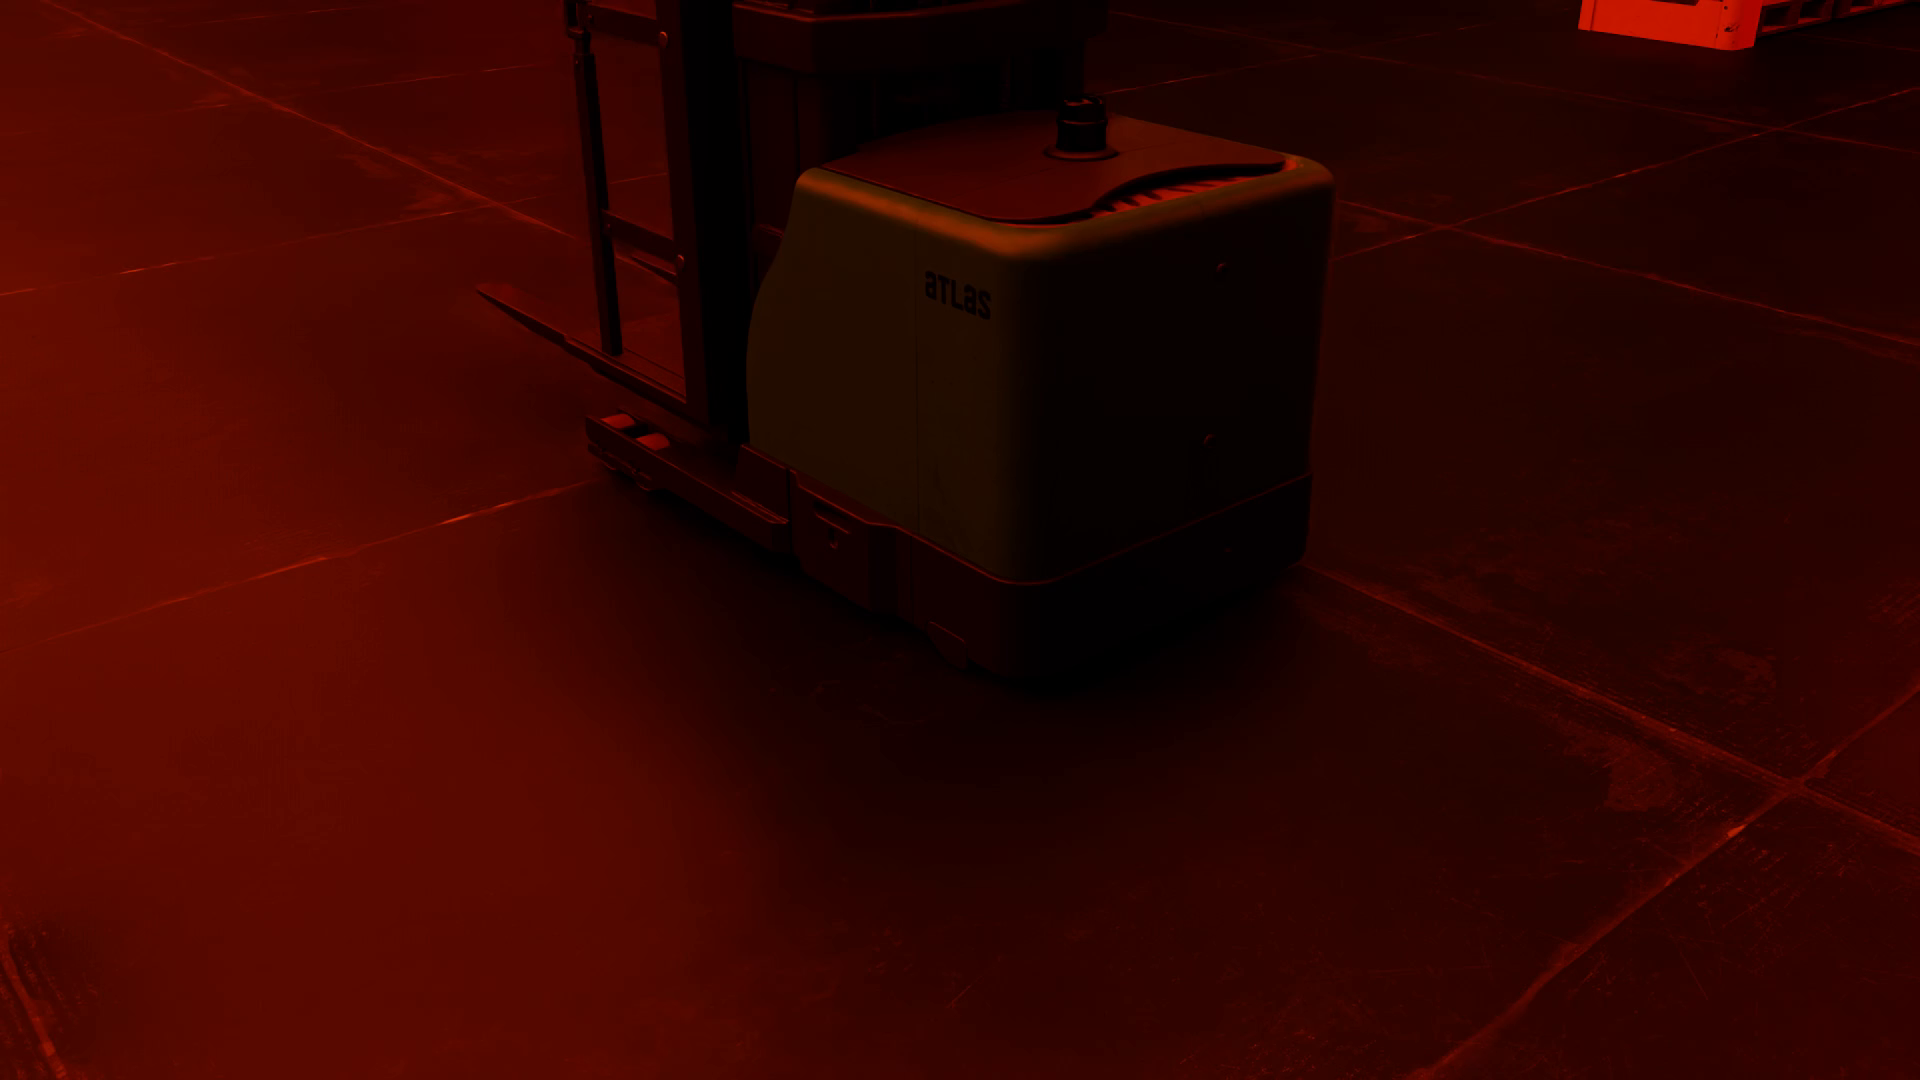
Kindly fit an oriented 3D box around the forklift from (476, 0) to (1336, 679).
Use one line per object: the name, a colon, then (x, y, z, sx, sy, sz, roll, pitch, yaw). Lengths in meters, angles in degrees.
forklift: (-0.448, -1.581, 4.390, 1.130, 2.935, 3.031, -21, 33, -36)
